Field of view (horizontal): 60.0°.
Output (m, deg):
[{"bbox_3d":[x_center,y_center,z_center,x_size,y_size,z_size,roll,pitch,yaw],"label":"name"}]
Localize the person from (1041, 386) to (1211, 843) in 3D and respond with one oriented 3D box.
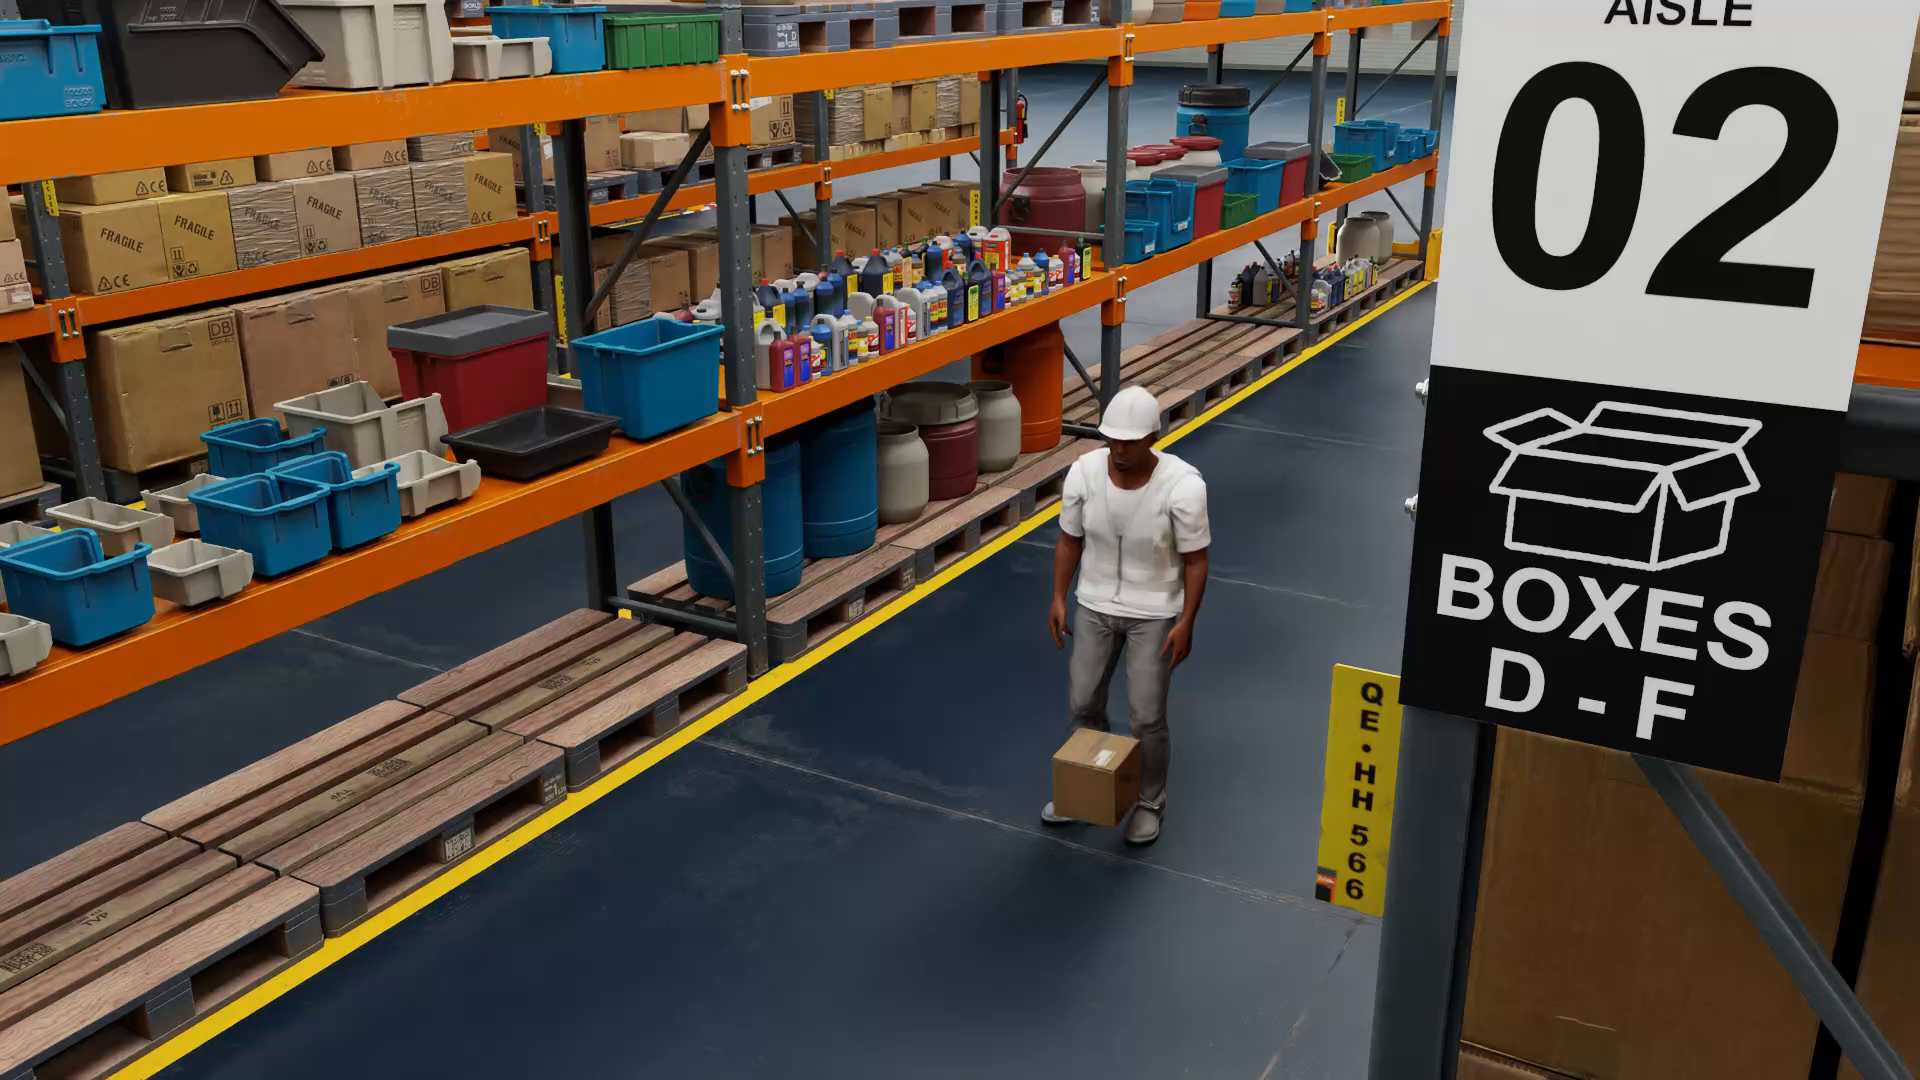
[{"bbox_3d":[0.625,0.272,6.264,0.601,1.759,0.443,10,22,26],"label":"person"}]
